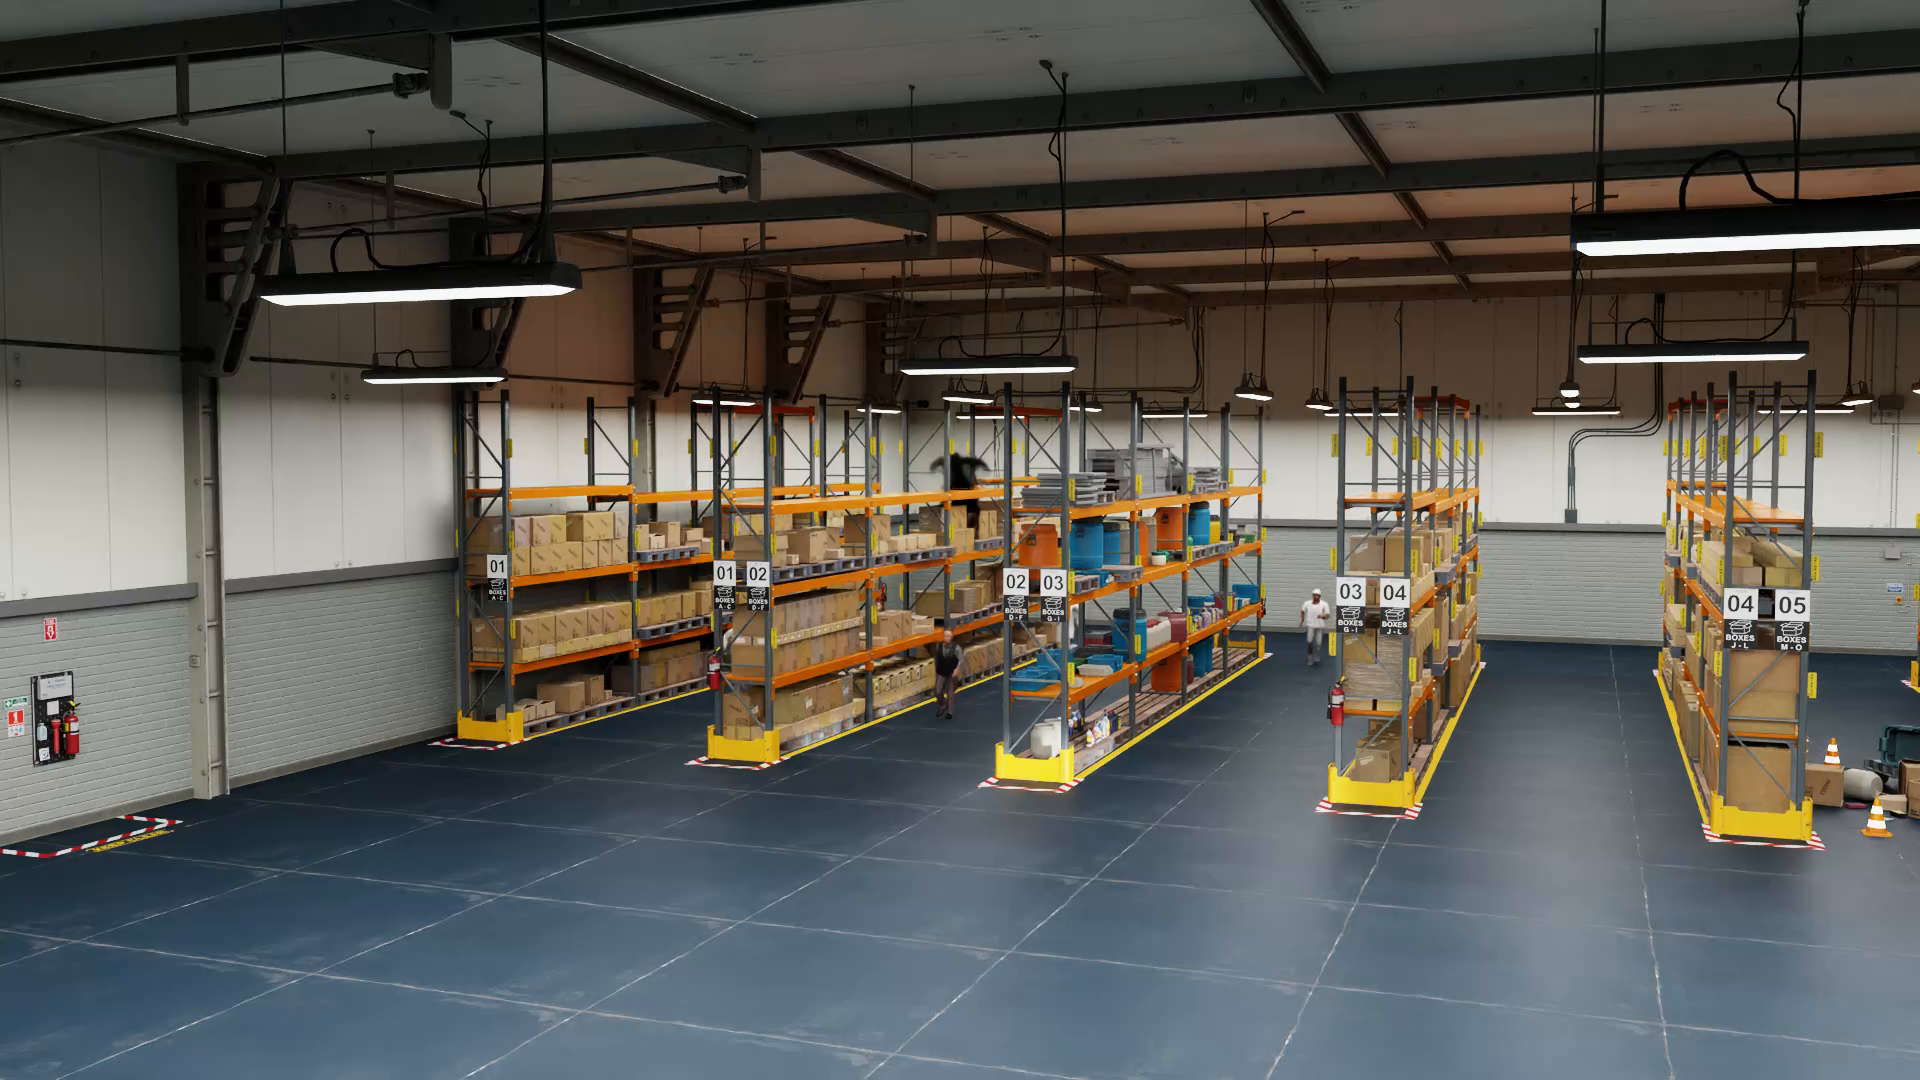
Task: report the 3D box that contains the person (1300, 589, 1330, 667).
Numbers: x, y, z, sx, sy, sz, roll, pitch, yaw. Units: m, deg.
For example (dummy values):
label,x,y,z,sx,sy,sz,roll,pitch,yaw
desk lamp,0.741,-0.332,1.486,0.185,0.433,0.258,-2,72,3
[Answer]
label,x,y,z,sx,sy,sz,roll,pitch,yaw
person,8.163,2.020,38.233,0.669,1.786,0.727,1,3,13

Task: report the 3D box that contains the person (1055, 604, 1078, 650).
label,x,y,z,sx,sy,sz,roll,pitch,yaw
person,2.347,2.063,37.276,0.679,1.847,0.931,1,3,20

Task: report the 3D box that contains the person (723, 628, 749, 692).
label,x,y,z,sx,sy,sz,roll,pitch,yaw
person,-4.401,2.333,33.185,0.649,1.740,0.860,0,3,-4

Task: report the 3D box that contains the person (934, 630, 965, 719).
label,x,y,z,sx,sy,sz,roll,pitch,yaw
person,-0.221,2.478,30.448,0.644,1.669,0.794,1,3,11

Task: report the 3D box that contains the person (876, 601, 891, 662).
label,x,y,z,sx,sy,sz,roll,pitch,yaw
person,-1.767,2.150,37.724,0.578,1.561,0.736,1,3,9
